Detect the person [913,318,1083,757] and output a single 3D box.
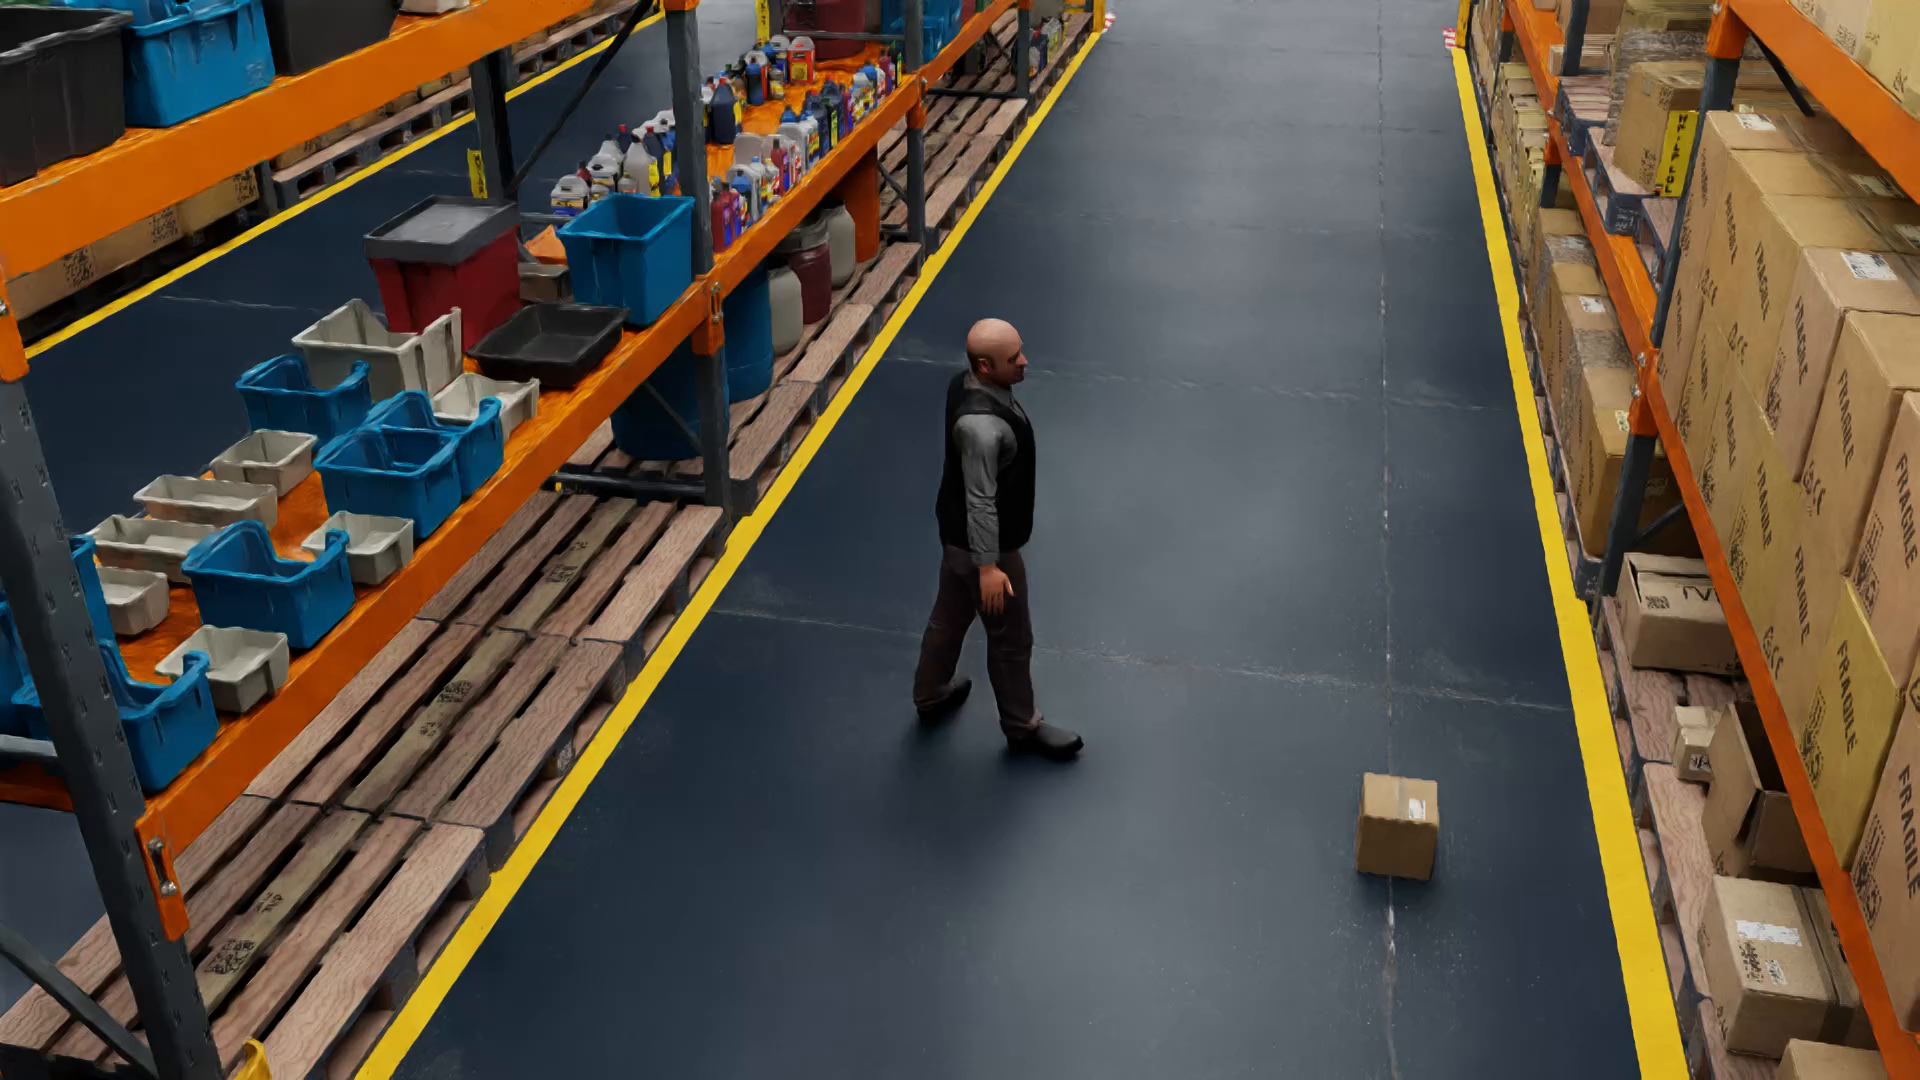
[{"bbox_3d":[0.140,0.001,6.135,0.630,1.722,0.655,-3,29,-5],"label":"person"}]
